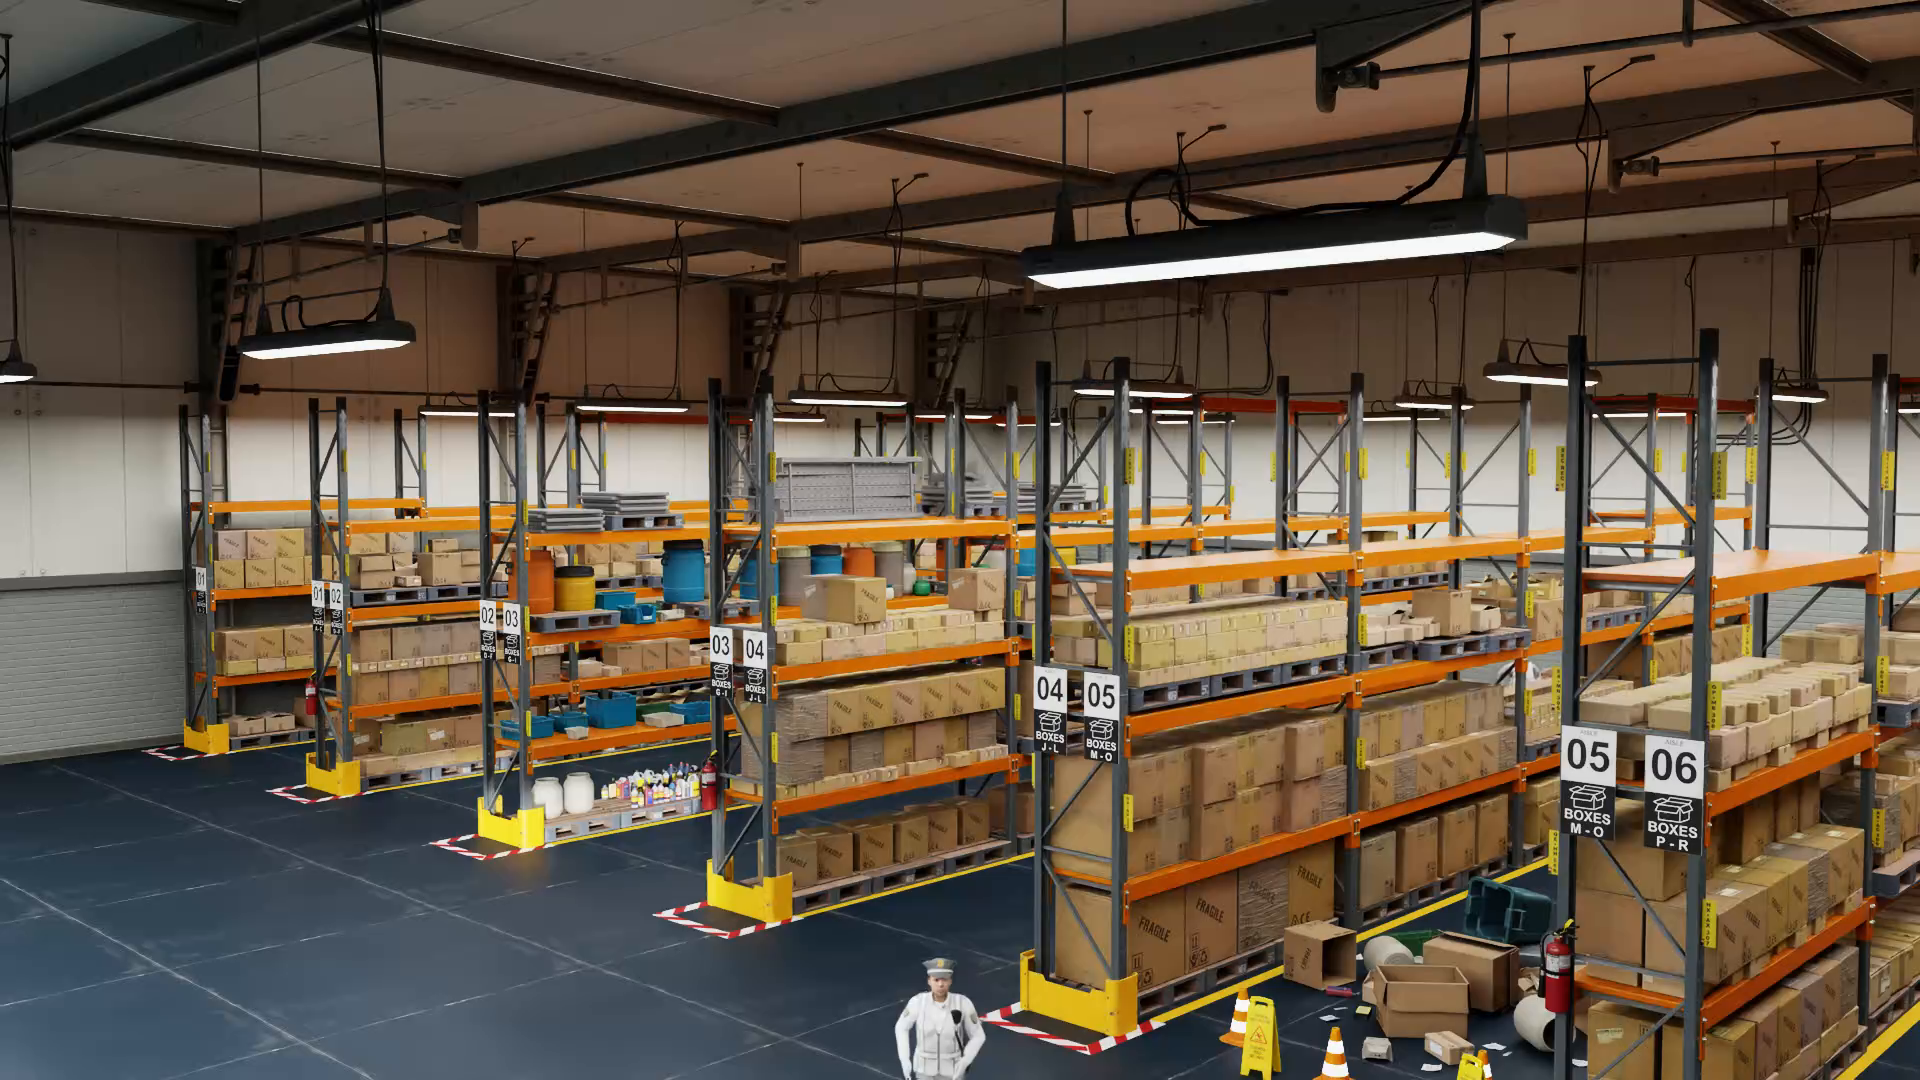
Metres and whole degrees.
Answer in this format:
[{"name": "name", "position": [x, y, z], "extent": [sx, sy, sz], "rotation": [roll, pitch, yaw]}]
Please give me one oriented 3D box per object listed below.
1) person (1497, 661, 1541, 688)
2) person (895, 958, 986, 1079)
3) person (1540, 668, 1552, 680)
[{"name": "person", "position": [9.932, 2.741, 29.411], "extent": [0.775, 1.743, 0.635], "rotation": [0, 3, 2]}, {"name": "person", "position": [-0.142, 3.729, 11.645], "extent": [0.640, 1.691, 0.710], "rotation": [0, 3, 2]}, {"name": "person", "position": [9.306, 2.907, 26.401], "extent": [0.723, 1.755, 0.865], "rotation": [3, 4, 43]}]
